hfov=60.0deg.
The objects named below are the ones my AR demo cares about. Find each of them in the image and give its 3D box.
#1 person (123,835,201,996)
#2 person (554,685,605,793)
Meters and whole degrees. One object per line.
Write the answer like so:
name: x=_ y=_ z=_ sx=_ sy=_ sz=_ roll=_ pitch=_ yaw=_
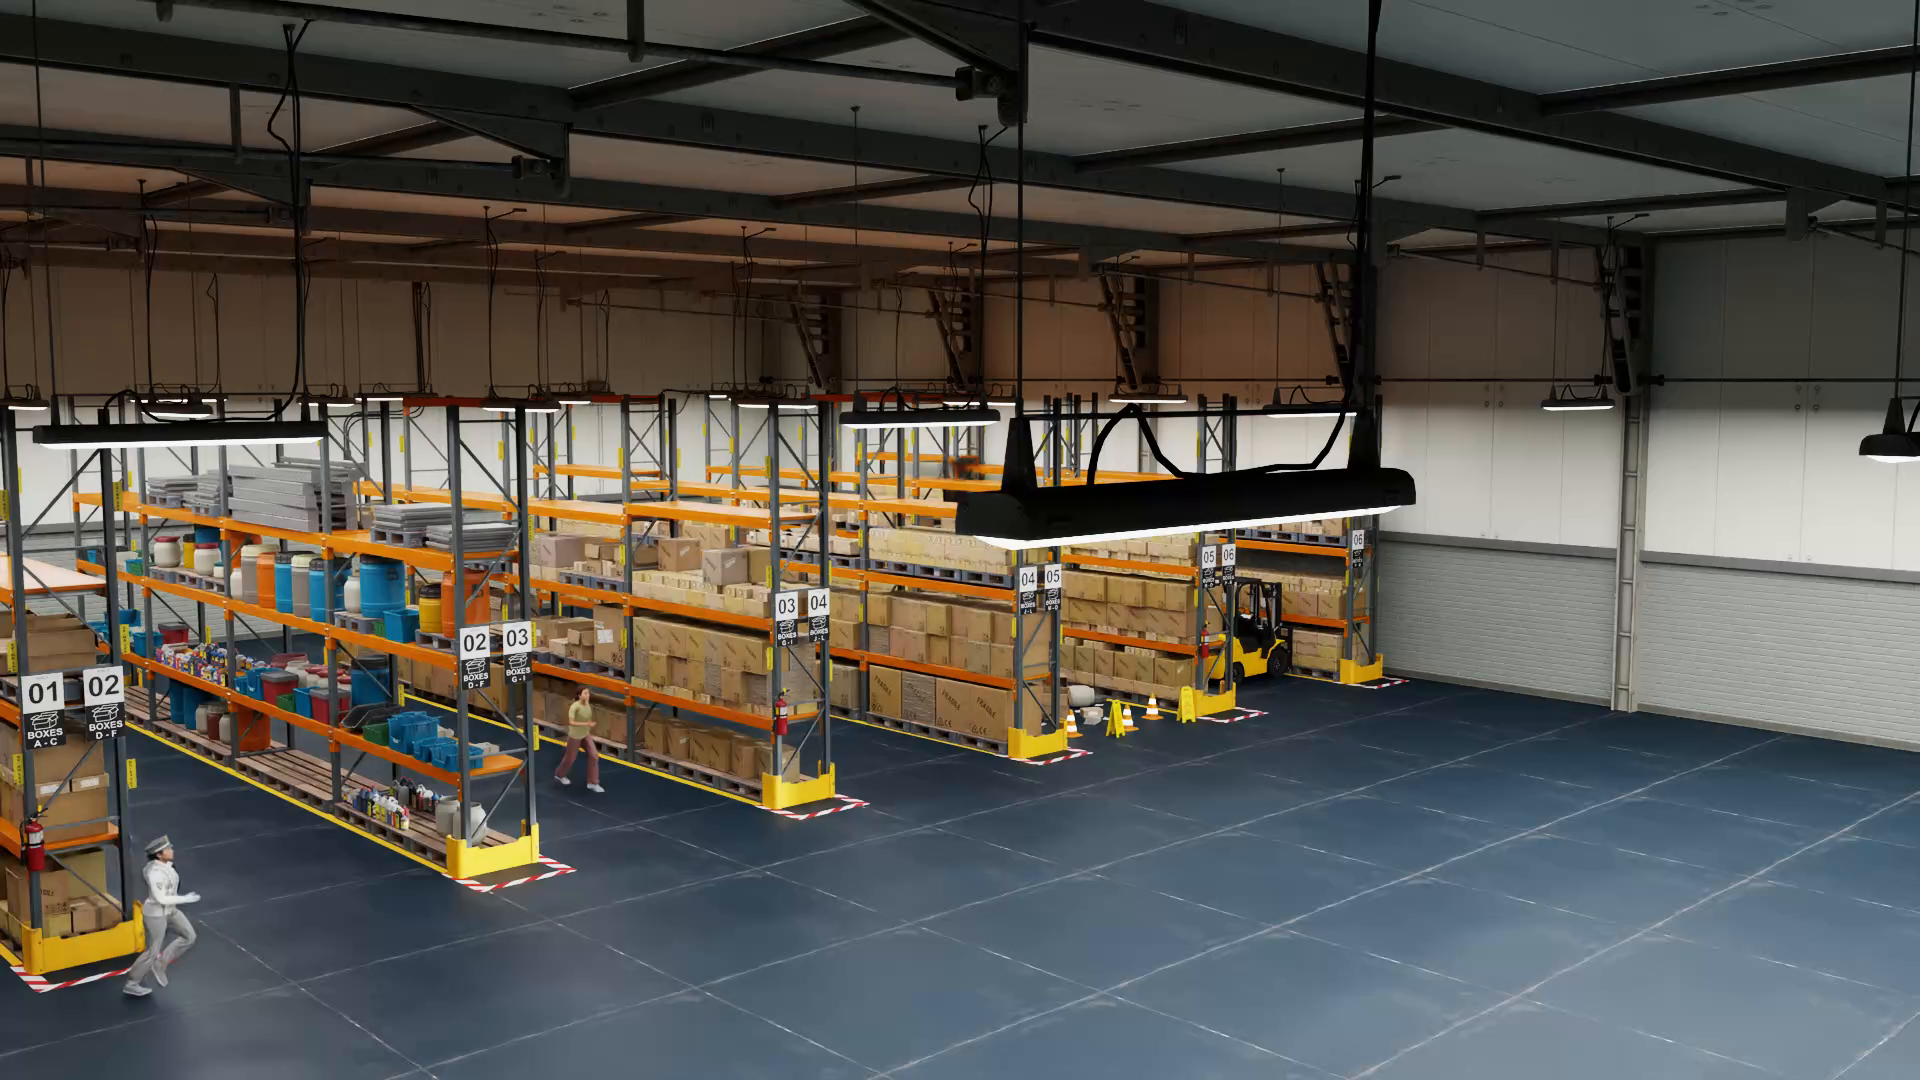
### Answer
person: x=-8.211 y=3.839 z=17.126 sx=0.774 sy=1.640 sz=0.612 roll=-1 pitch=6 yaw=-6
person: x=-5.900 y=3.035 z=25.597 sx=0.954 sy=1.652 sz=0.581 roll=4 pitch=7 yaw=33
